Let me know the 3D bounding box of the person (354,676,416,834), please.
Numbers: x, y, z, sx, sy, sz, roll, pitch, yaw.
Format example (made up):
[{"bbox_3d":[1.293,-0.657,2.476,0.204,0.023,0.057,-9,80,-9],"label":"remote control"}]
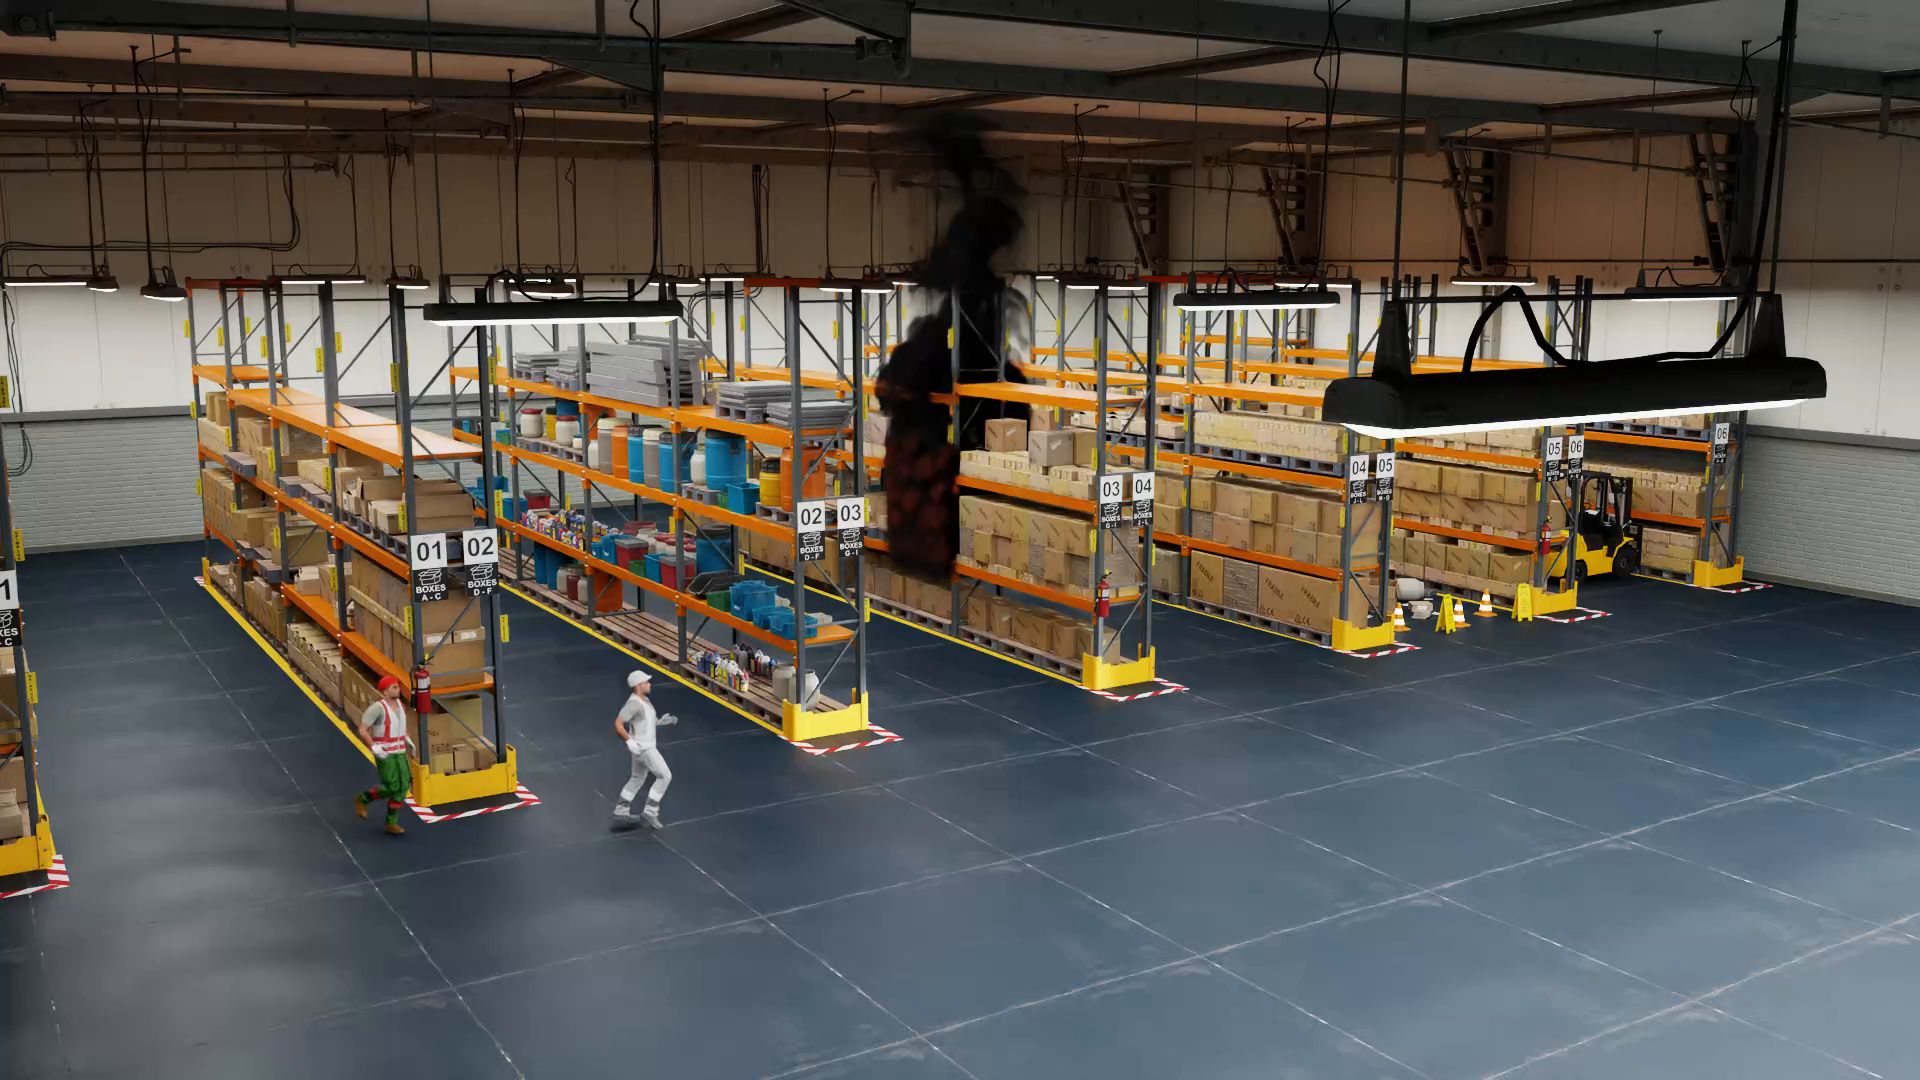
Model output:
[{"bbox_3d":[-6.408,2.379,18.705,0.686,1.715,0.703,4,10,22],"label":"person"}]

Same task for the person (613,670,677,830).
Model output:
[{"bbox_3d":[-3.536,2.357,18.635,0.743,1.823,0.648,-2,10,-9],"label":"person"}]
